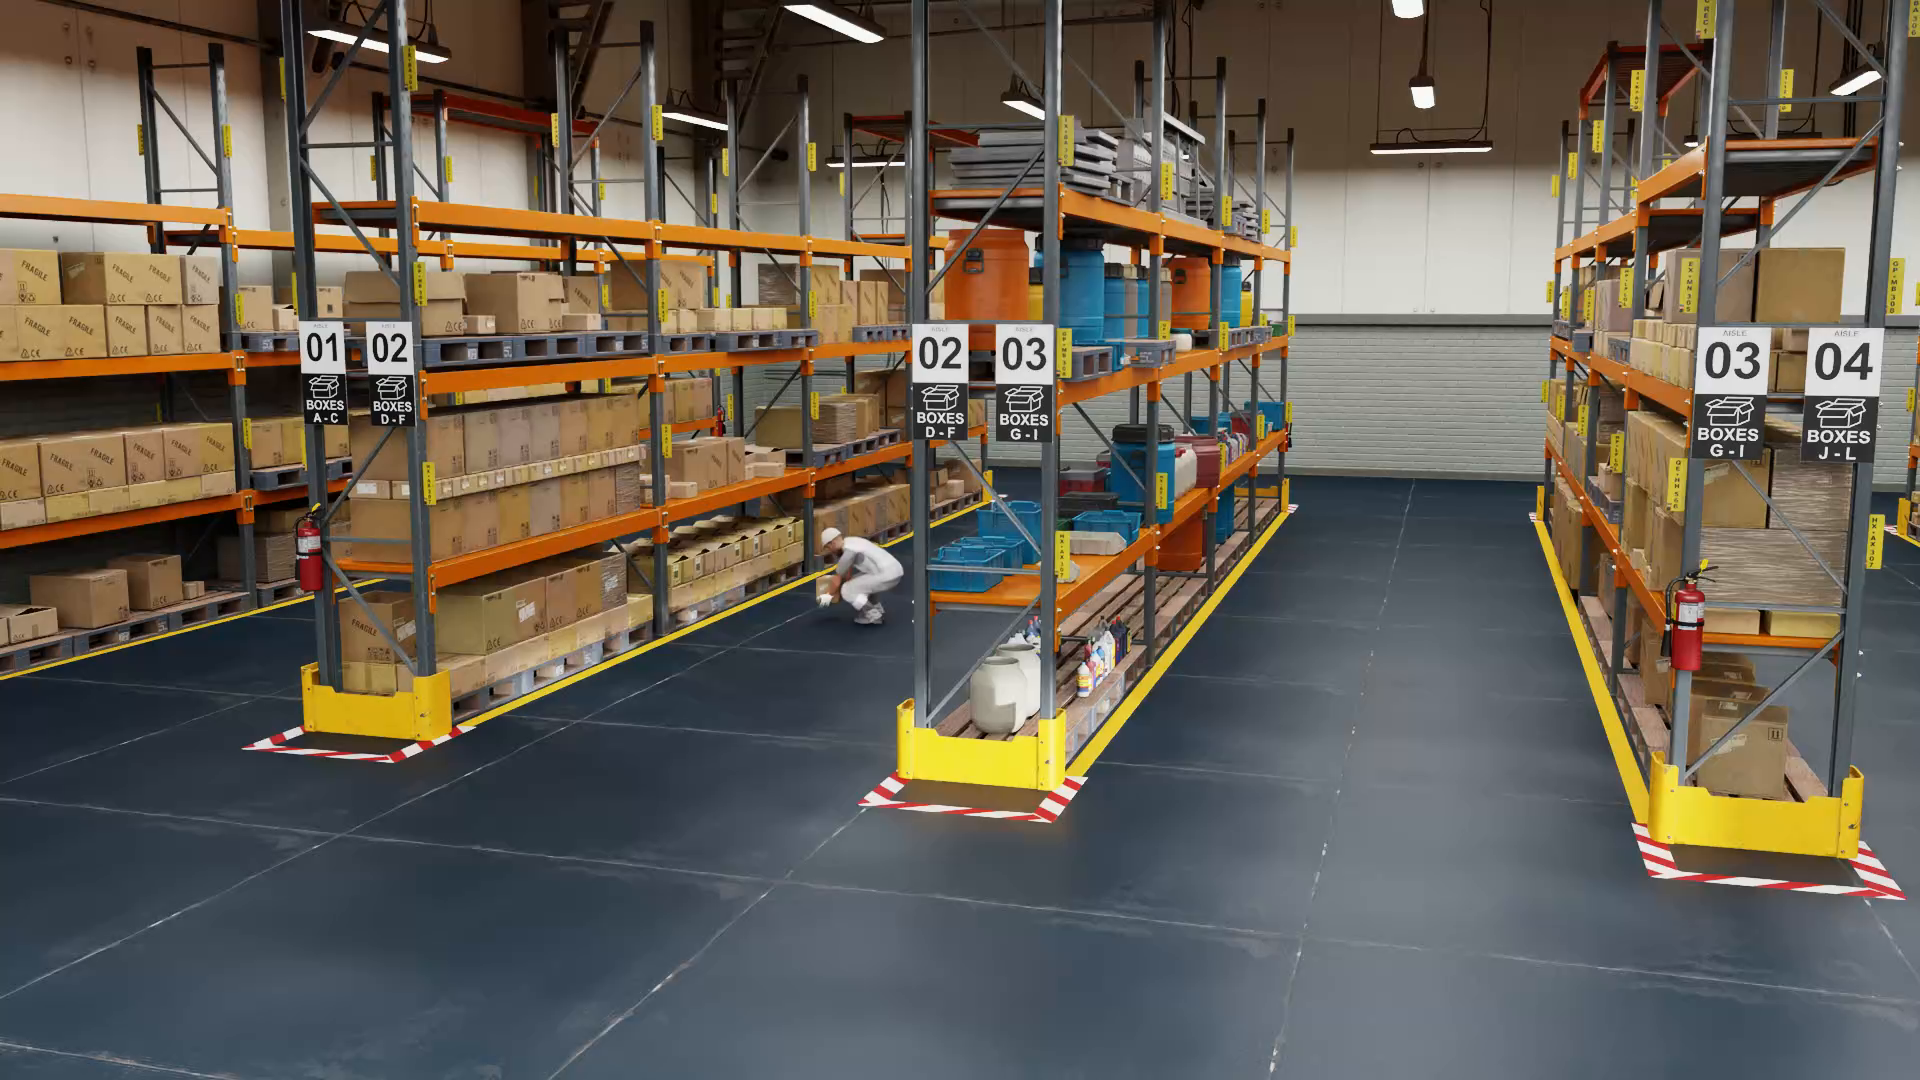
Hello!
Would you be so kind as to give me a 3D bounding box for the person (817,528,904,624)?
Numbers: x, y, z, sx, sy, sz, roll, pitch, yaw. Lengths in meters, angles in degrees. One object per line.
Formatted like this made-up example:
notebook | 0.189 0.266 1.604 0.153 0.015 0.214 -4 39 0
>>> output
person | -1.050 0.370 17.483 0.894 0.997 0.534 2 9 15
